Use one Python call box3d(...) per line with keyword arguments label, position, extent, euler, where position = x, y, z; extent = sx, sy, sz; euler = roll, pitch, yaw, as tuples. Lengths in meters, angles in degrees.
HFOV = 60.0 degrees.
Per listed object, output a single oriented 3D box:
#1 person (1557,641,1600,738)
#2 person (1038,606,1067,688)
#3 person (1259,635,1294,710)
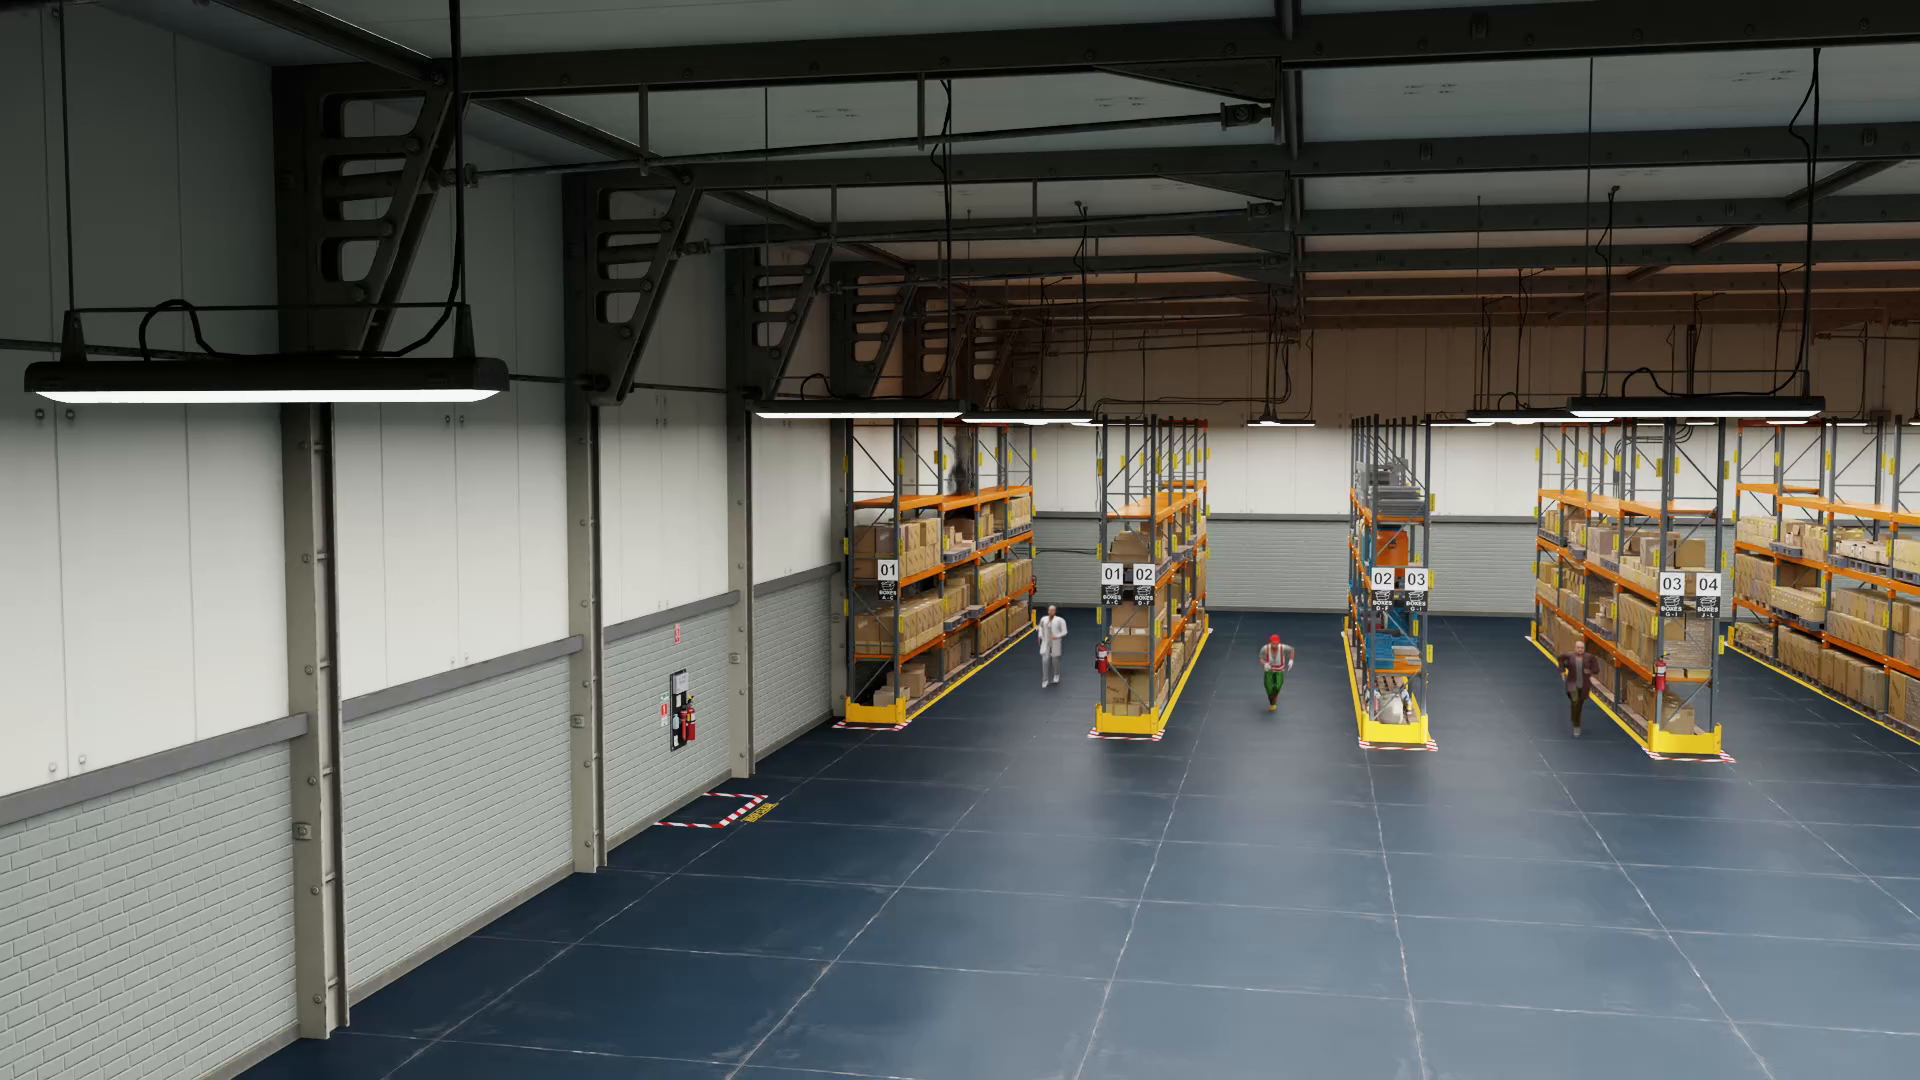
box3d(label="person", position=(11.629, 2.772, 31.328), extent=(0.700, 1.801, 1.046), euler=(1, 4, 10))
box3d(label="person", position=(2.050, 2.357, 37.120), extent=(0.713, 1.802, 0.984), euler=(1, 4, 18))
box3d(label="person", position=(6.403, 2.686, 33.629), extent=(0.697, 1.594, 0.841), euler=(1, 4, 11))
